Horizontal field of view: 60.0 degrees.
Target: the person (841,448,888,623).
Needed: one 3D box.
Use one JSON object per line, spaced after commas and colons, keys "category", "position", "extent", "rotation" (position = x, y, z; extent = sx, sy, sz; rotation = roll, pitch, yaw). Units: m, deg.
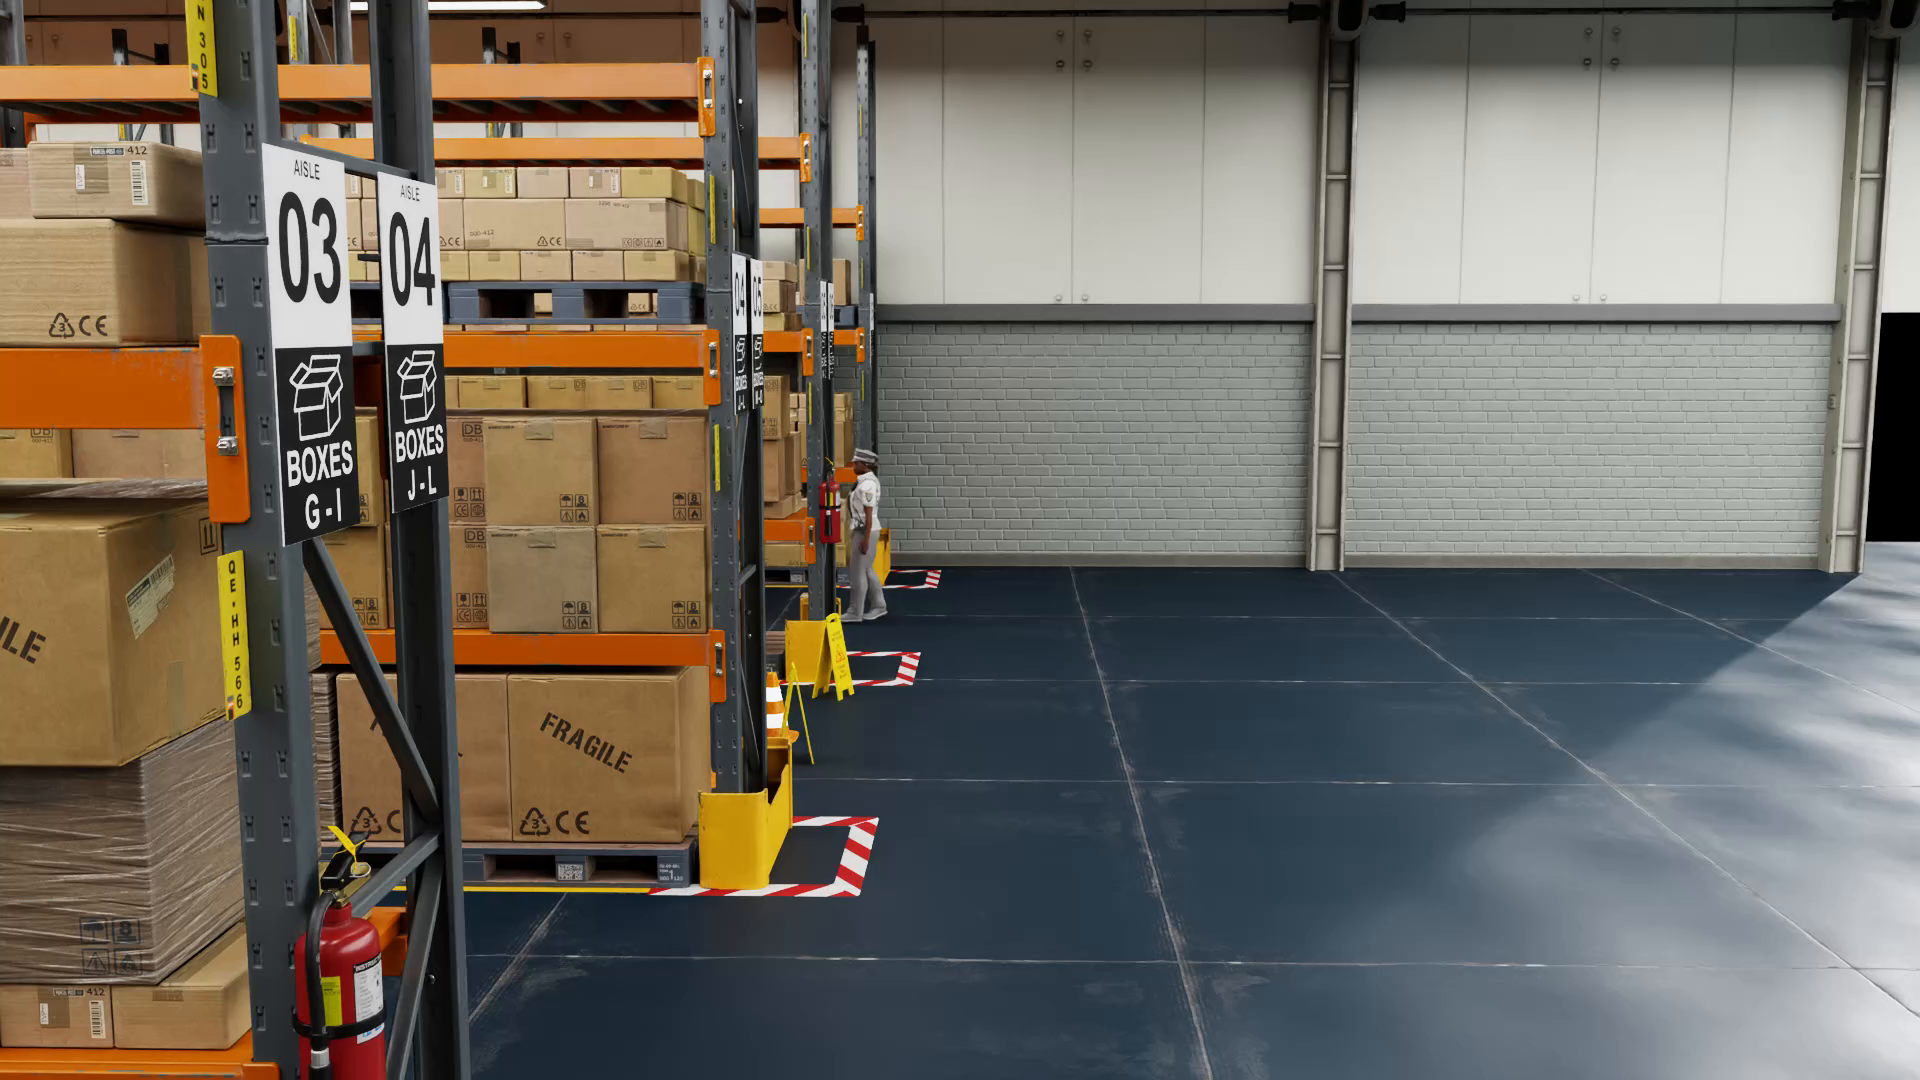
{"category": "person", "position": [-0.956, -0.052, 16.084], "extent": [0.519, 1.689, 0.490], "rotation": [0, 7, -3]}
